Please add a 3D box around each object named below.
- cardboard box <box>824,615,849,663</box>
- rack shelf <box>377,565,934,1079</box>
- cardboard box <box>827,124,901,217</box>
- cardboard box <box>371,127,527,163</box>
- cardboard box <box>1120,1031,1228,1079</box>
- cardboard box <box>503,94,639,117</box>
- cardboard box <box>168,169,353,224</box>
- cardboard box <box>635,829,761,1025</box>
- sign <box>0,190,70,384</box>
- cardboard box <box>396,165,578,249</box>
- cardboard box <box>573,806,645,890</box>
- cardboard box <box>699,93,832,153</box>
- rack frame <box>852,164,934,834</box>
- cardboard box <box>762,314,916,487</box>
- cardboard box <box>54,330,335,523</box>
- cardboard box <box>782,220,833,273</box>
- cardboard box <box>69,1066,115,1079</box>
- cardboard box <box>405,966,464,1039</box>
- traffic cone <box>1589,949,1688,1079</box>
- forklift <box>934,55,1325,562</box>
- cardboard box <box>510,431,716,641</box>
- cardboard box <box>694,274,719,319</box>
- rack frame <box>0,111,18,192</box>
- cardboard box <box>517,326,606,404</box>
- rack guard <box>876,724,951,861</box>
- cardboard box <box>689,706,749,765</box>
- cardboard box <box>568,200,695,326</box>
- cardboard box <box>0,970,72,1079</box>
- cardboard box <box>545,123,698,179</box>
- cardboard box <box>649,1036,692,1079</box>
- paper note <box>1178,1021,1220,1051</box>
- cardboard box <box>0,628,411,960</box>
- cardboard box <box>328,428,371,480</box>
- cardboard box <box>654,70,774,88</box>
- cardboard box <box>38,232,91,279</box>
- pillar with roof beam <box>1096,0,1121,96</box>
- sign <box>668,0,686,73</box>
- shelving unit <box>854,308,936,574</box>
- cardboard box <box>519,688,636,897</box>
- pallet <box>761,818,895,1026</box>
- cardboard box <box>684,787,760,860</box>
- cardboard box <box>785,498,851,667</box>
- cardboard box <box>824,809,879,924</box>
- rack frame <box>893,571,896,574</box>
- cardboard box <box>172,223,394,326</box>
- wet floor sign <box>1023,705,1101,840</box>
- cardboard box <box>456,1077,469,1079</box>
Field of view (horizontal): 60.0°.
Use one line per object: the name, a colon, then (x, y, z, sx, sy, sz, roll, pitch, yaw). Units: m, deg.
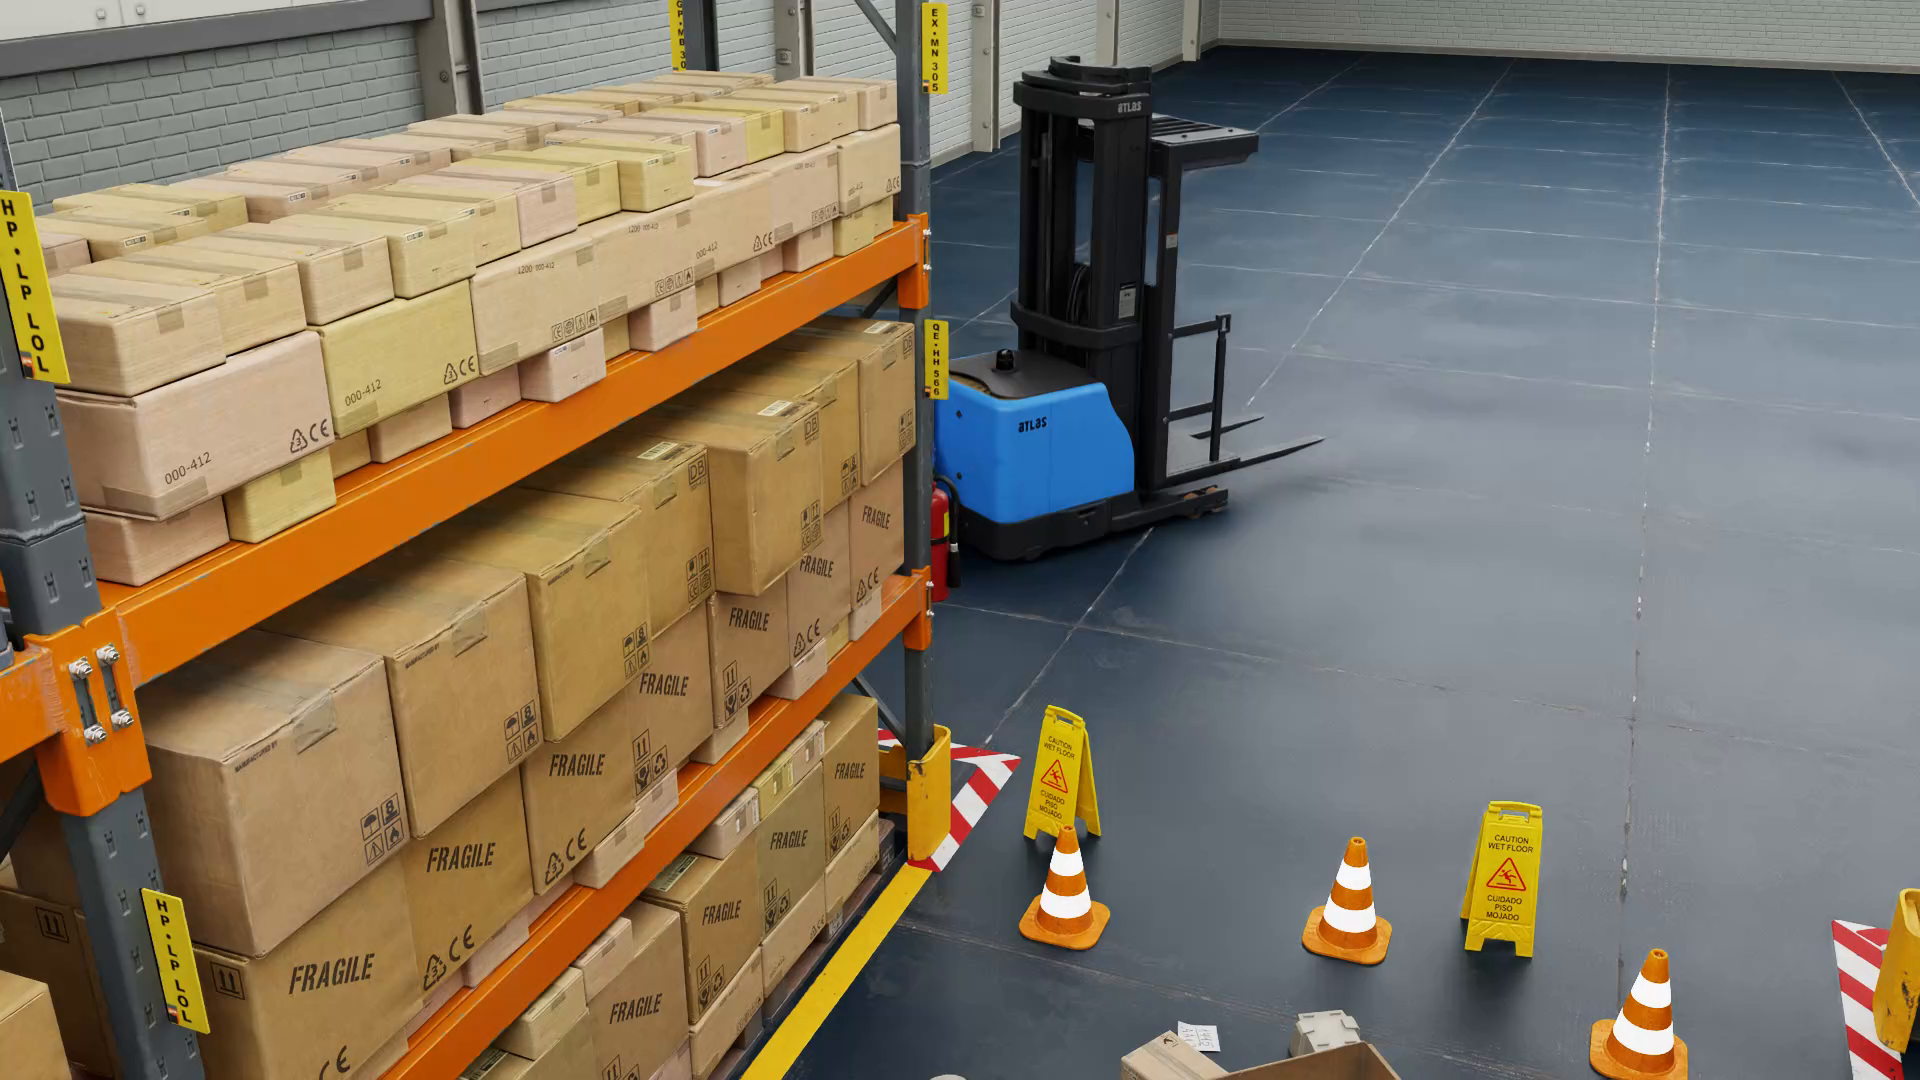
cardboard box: (-0.648, 0.346, 6.356, 0.380, 0.149, 0.250, 8, 24, 19)
rack shelf: (-1.344, 0.918, 5.594, 1.077, 0.370, 4.000, 9, 24, 20)
cardboard box: (-0.541, -1.360, 6.031, 0.500, 0.250, 0.500, 8, 24, 19)
cardboard box: (-1.517, -1.128, 4.958, 0.380, 0.149, 0.250, 9, 24, 21)
cardboard box: (0.787, 1.944, 5.903, 0.250, 0.149, 0.380, -17, 28, -35)
cardboard box: (-1.314, -1.416, 5.647, 0.380, 0.149, 0.250, 9, 24, 20)
cardboard box: (-1.800, -0.854, 4.303, 0.380, 0.149, 0.250, 8, 24, 19)
cardboard box: (-1.042, 1.290, 5.819, 0.500, 0.500, 0.500, 8, 24, 19)
sign: (-1.571, -0.424, 2.801, 0.100, 0.325, 0.005, 9, 24, 20)
cardboard box: (-1.234, -0.874, 4.351, 0.380, 0.149, 0.250, 8, 24, 19)
cardboard box: (-1.189, 0.894, 5.043, 0.380, 0.149, 0.250, 9, 24, 20)
cardboard box: (-0.662, -1.422, 5.662, 0.380, 0.149, 0.250, 8, 24, 19)
rack frame: (-0.601, -0.130, 7.169, 1.000, 3.000, 0.127, 9, 24, 20)
cardboard box: (-0.589, -0.560, 6.387, 0.700, 0.500, 0.500, 8, 24, 19)
cardboard box: (-1.670, -0.269, 3.418, 0.500, 0.250, 0.500, 8, 24, 19)
cardboard box: (-0.667, -1.046, 5.797, 0.380, 0.149, 0.250, 10, 25, 22)
cardboard box: (-2.251, 1.259, 4.170, 0.380, 0.149, 0.250, 9, 24, 20)
cardboard box: (-1.556, 1.154, 4.422, 0.380, 0.149, 0.250, 9, 24, 20)
traffic cone: (2.516, 1.700, 6.079, 0.336, 0.463, 0.334, 9, 24, 20)
forklift: (1.193, -1.646, 10.887, 3.031, 2.935, 1.130, -15, 27, -32)
cardboard box: (-1.192, -0.024, 5.104, 0.700, 0.500, 0.500, 9, 24, 20)
cardboard box: (-0.976, -0.776, 5.150, 0.380, 0.149, 0.250, 8, 24, 19)
rack frame: (-5.211, -0.839, 8.867, 1.000, 3.000, 0.127, 9, 24, 20)
cardboard box: (-1.183, -0.492, 4.469, 0.380, 0.149, 0.250, 8, 24, 19)
rack guard: (-0.630, 1.051, 7.585, 1.175, 0.500, 0.348, 9, 24, 20)
cardboard box: (-0.952, 0.618, 5.704, 0.380, 0.149, 0.250, 9, 24, 20)
cardboard box: (-1.103, -0.813, 4.721, 0.500, 0.250, 0.500, 9, 24, 21)
cardboard box: (-2.046, 1.123, 3.110, 0.500, 0.500, 0.500, 8, 24, 19)
cardboard box: (-1.023, -1.162, 5.040, 0.380, 0.149, 0.250, 8, 24, 19)
cardboard box: (-1.235, 1.821, 5.520, 0.500, 0.250, 0.500, 8, 24, 19)
paper note: (0.895, 1.864, 6.249, 0.148, 0.019, 0.142, 1, 23, 2)
cardboard box: (-1.723, 0.531, 3.775, 0.700, 0.500, 0.500, 9, 24, 20)
cardboard box: (-1.605, -0.233, 3.850, 0.380, 0.149, 0.250, 9, 24, 20)
cardboard box: (-0.923, -1.668, 6.251, 0.380, 0.149, 0.250, 9, 24, 20)
cardboard box: (-2.147, -0.583, 3.654, 0.380, 0.149, 0.250, 8, 24, 19)
pillar with roof beam: (6.605, -11.459, 26.509, 9.100, 9.000, 0.400, 9, 24, 20)
sign: (-1.105, -1.995, 6.608, 0.100, 0.325, 0.005, 9, 24, 20)
shelving unit: (-0.516, -0.528, 10.068, 0.538, 1.500, 1.048, 5, 23, 11)
cardboard box: (-1.302, 0.640, 4.810, 0.500, 0.500, 0.500, 9, 24, 20)
pallet: (-0.964, 1.470, 6.957, 1.003, 0.211, 1.213, 9, 24, 20)
cardboard box: (-0.927, 0.949, 5.795, 0.380, 0.149, 0.250, 10, 25, 22)
cardboard box: (-0.738, 0.099, 6.105, 0.500, 0.500, 0.500, 9, 24, 20)
cardboard box: (-0.661, 1.282, 6.812, 0.500, 0.250, 0.500, 9, 24, 20)
rack frame: (-0.622, -0.336, 9.609, 0.500, 1.500, 0.032, 5, 23, 11)
cardboard box: (-1.491, -0.591, 3.672, 0.380, 0.149, 0.250, 8, 24, 18)
wet floor sign: (0.463, 1.042, 7.418, 0.267, 0.644, 0.232, 19, 29, 38)
cardboard box: (-1.515, 1.523, 4.421, 0.380, 0.149, 0.250, 9, 24, 21)
